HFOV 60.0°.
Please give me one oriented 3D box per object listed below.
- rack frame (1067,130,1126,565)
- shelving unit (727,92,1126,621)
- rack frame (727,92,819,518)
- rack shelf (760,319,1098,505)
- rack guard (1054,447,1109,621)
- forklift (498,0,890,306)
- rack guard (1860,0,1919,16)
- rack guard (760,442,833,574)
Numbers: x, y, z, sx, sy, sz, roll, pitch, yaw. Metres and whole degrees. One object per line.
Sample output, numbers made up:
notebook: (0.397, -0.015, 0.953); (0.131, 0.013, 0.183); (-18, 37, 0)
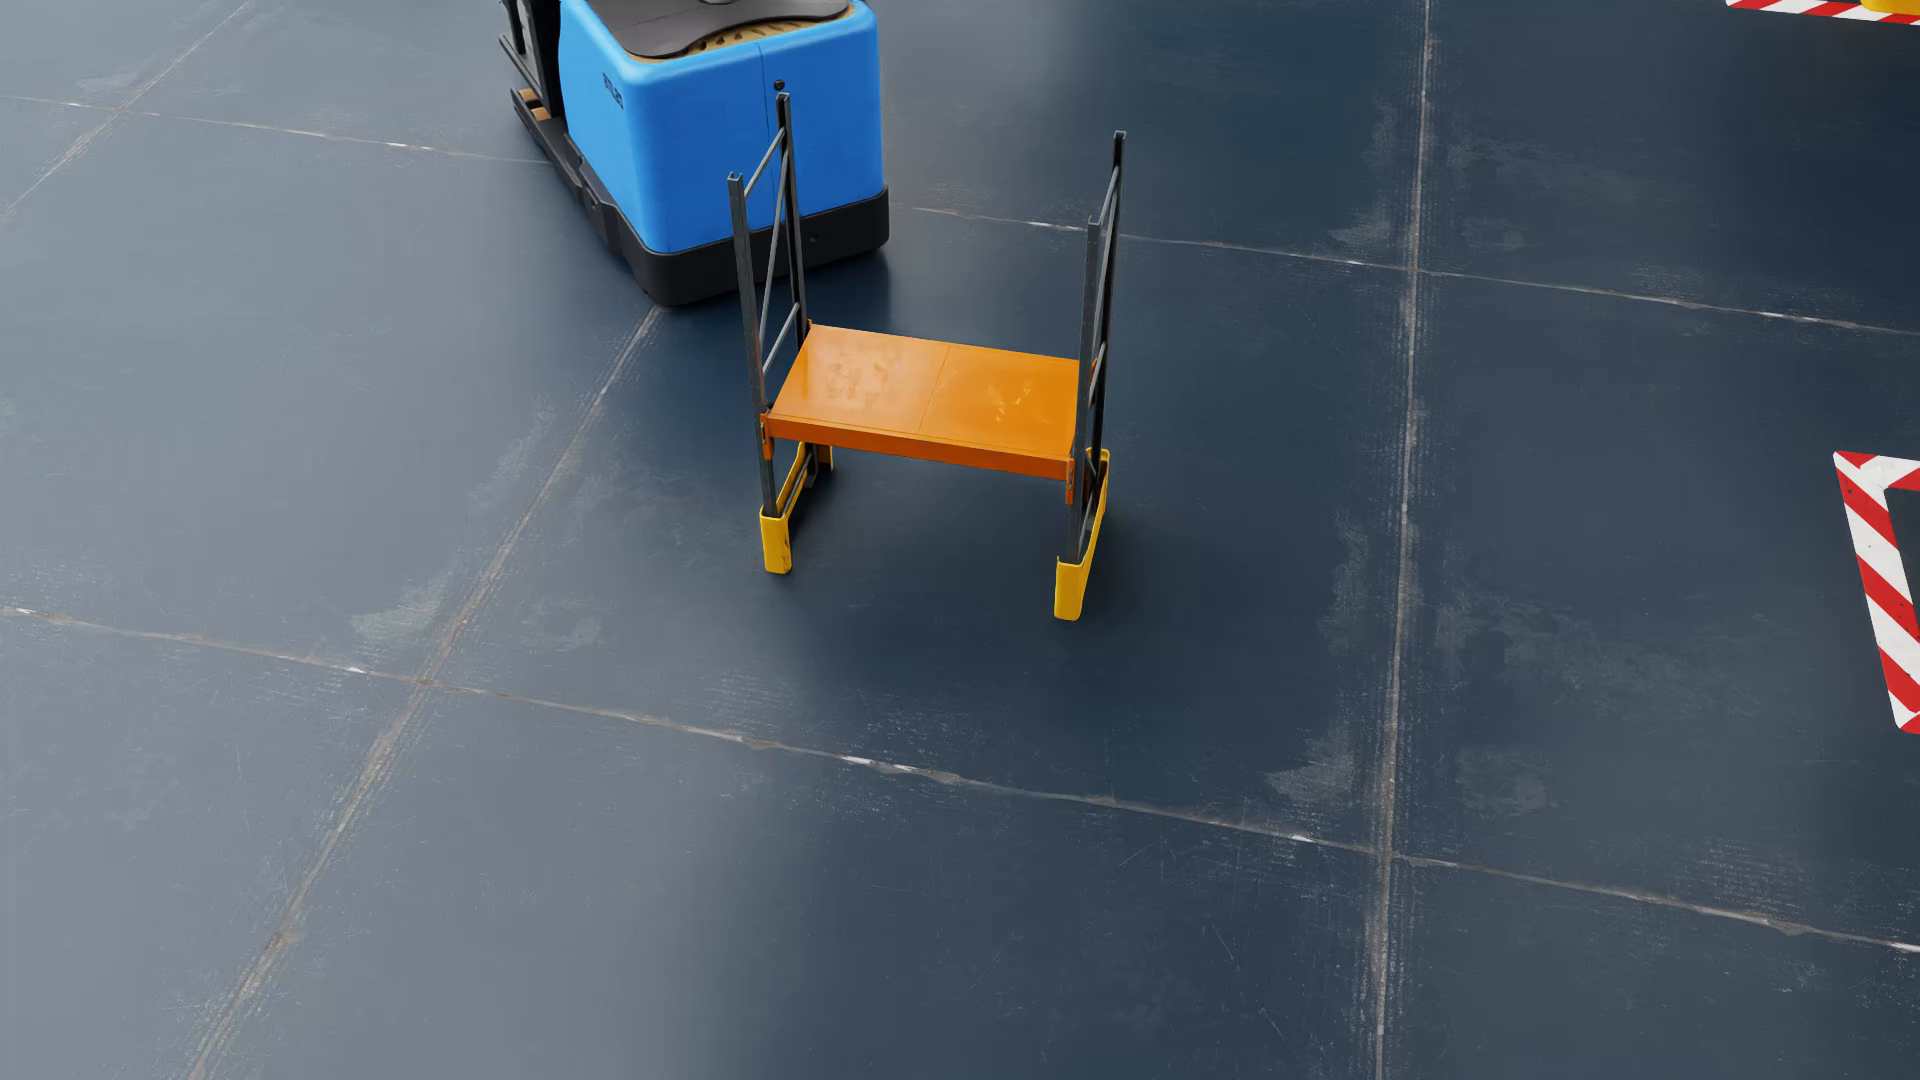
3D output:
rack frame: (0.413, -0.476, 5.163); (0.032, 1.500, 0.500); (9, 45, 9)
shelving unit: (-0.074, -0.552, 5.242); (1.083, 1.500, 0.587); (9, 45, 9)
rack frame: (-0.579, -0.630, 5.323); (0.032, 1.500, 0.500); (9, 45, 9)
rack shelf: (-0.083, -0.424, 5.368); (1.000, 0.185, 0.538); (9, 45, 9)
rack guard: (0.412, -0.026, 5.597); (0.087, 0.250, 0.587); (9, 45, 9)
forklift: (-1.427, -3.008, 6.761); (1.130, 2.935, 3.031); (-20, 47, -20)
rack guard: (4.969, -3.284, 8.802); (0.348, 0.500, 1.175); (9, 45, 9)
rack guard: (-0.560, -0.177, 5.754); (0.087, 0.250, 0.587); (9, 45, 9)
